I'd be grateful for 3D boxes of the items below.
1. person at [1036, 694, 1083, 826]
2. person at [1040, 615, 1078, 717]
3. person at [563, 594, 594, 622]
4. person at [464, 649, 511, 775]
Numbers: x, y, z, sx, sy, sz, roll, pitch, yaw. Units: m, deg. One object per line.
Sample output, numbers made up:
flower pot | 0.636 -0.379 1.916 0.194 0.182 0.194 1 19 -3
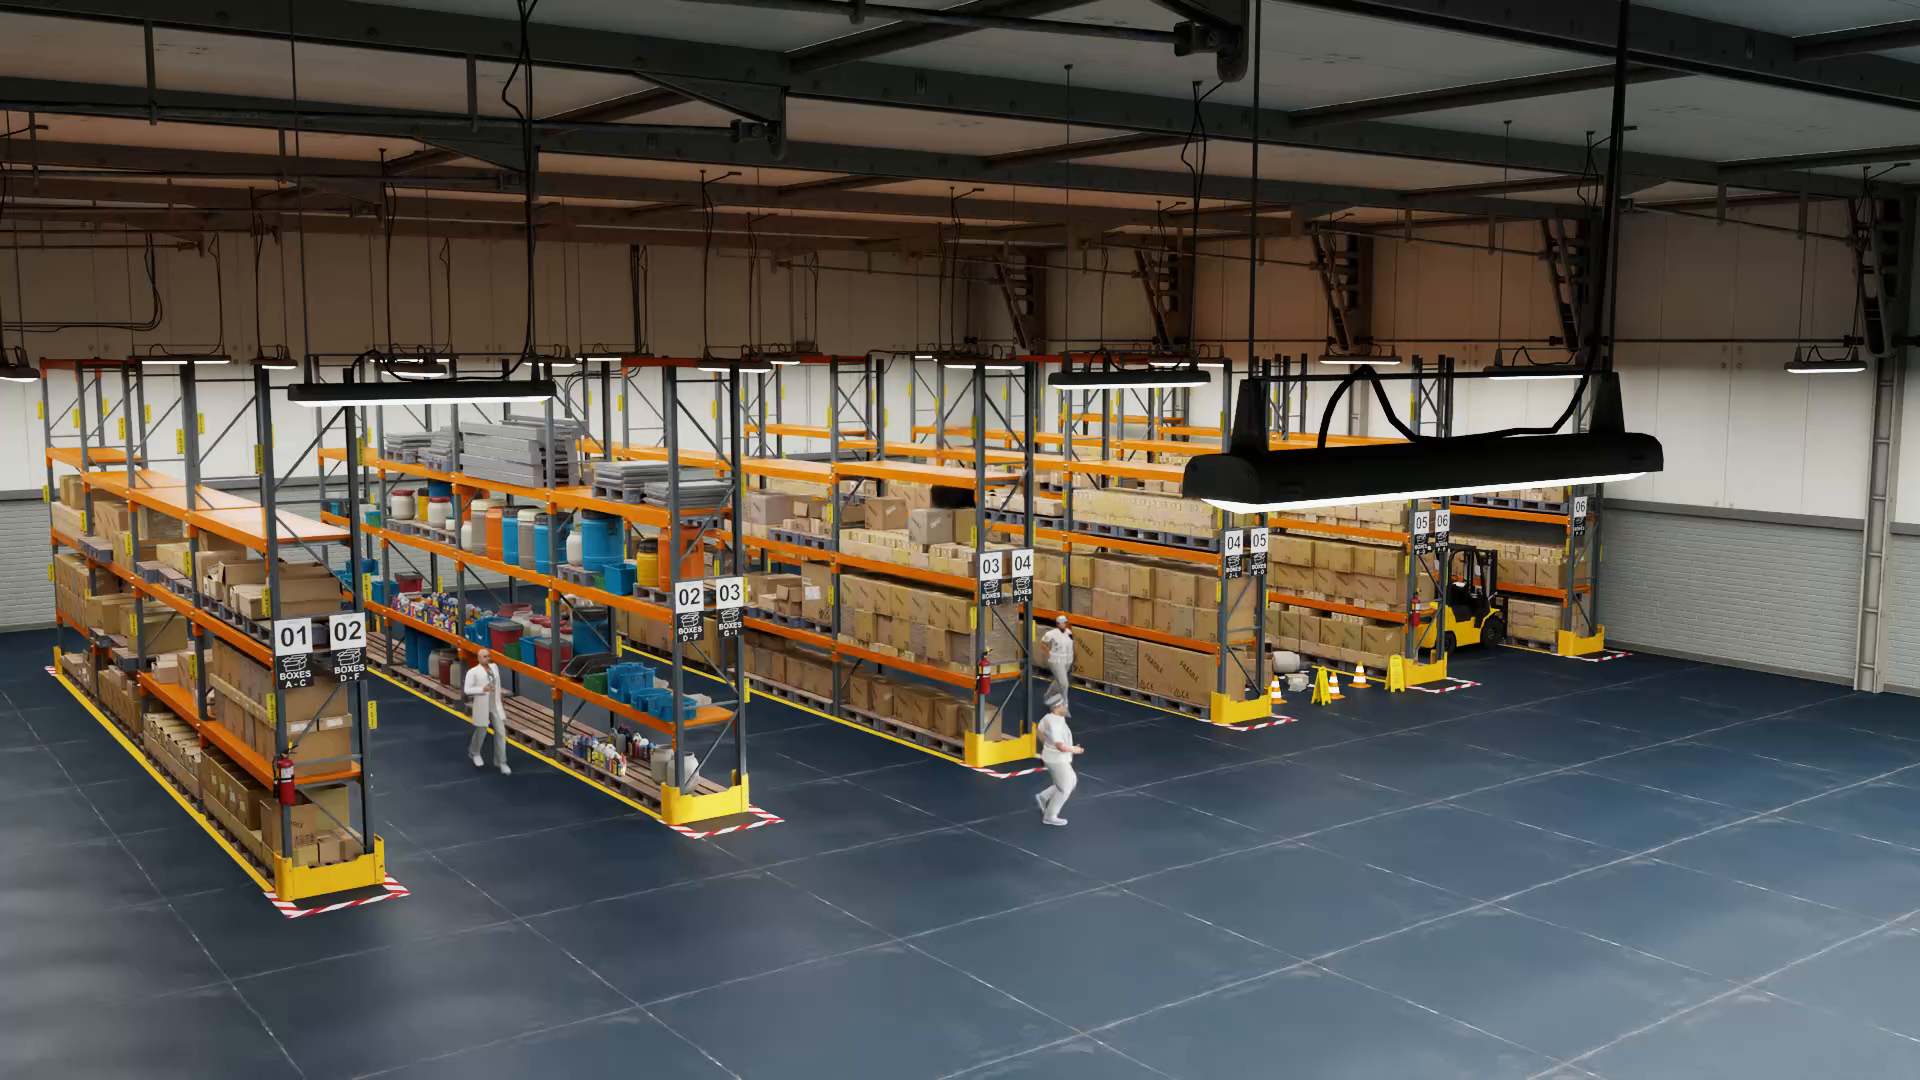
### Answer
person | 1.309 2.864 21.765 0.593 1.743 0.658 -1 7 -9
person | 1.711 2.126 28.319 0.578 1.729 0.768 -6 9 -40
person | -7.556 1.596 33.006 0.527 1.507 0.834 -6 9 -39
person | -6.978 2.501 24.471 0.696 1.828 0.917 -7 9 -44
